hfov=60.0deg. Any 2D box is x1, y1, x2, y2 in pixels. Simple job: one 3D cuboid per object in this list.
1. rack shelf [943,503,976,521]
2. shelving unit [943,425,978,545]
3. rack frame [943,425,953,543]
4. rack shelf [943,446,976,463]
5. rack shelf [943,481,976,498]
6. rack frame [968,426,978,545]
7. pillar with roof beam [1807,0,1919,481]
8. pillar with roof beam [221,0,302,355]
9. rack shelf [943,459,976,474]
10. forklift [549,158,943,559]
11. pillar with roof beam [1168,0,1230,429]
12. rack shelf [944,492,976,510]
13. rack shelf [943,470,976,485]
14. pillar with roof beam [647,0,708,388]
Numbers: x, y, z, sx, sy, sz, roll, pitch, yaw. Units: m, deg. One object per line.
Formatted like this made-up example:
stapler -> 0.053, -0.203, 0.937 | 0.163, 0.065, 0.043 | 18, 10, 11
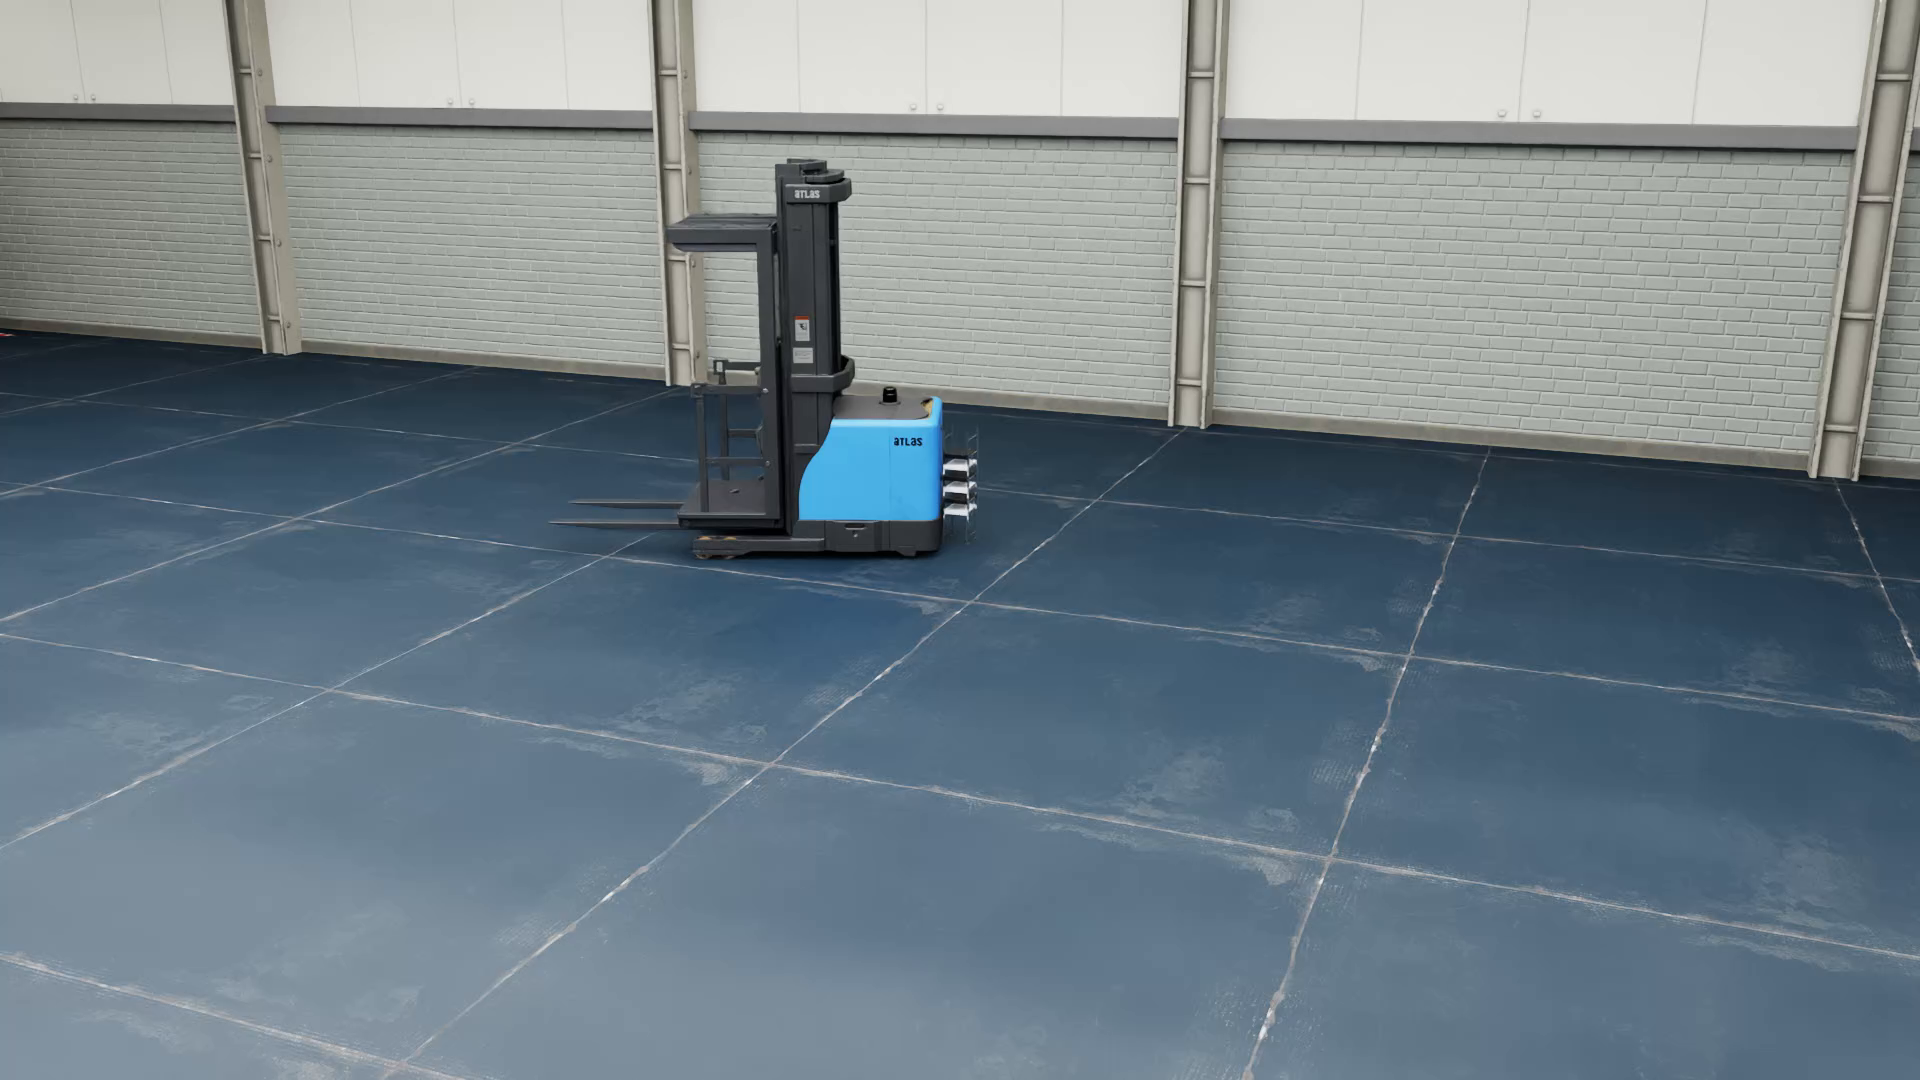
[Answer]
rack shelf -> 0.004, -0.229, 13.113 | 0.200, 0.077, 0.258 | 5, 17, 17
shelving unit -> 0.004, -0.434, 13.054 | 0.210, 0.900, 0.258 | 5, 17, 17
rack frame -> -0.093, -0.443, 13.084 | 0.006, 0.900, 0.240 | 5, 17, 17
rack shelf -> 0.004, -0.661, 12.988 | 0.200, 0.077, 0.258 | 5, 17, 17
rack shelf -> 0.004, -0.402, 13.063 | 0.200, 0.077, 0.258 | 5, 17, 17
rack frame -> 0.101, -0.425, 13.024 | 0.006, 0.900, 0.240 | 5, 17, 17
pillar with roof beam -> 6.397, -3.795, 10.105 | 0.400, 9.000, 9.100 | 6, 17, 21
pillar with roof beam -> -10.348, -5.636, 16.448 | 0.400, 9.000, 9.100 | 6, 17, 21
rack shelf -> 0.004, -0.575, 13.013 | 0.200, 0.077, 0.258 | 5, 17, 17
forklift -> -1.656, -1.410, 12.772 | 3.031, 2.935, 1.130 | 0, 16, 1
pillar with roof beam -> 0.815, -4.409, 12.220 | 0.400, 9.000, 9.100 | 6, 17, 21
rack shelf -> 0.004, -0.315, 13.088 | 0.200, 0.077, 0.258 | 5, 17, 17
rack shelf -> 0.004, -0.488, 13.038 | 0.200, 0.077, 0.258 | 5, 17, 17
pillar with roof beam -> -4.766, -5.023, 14.334 | 0.400, 9.000, 9.100 | 6, 17, 21
